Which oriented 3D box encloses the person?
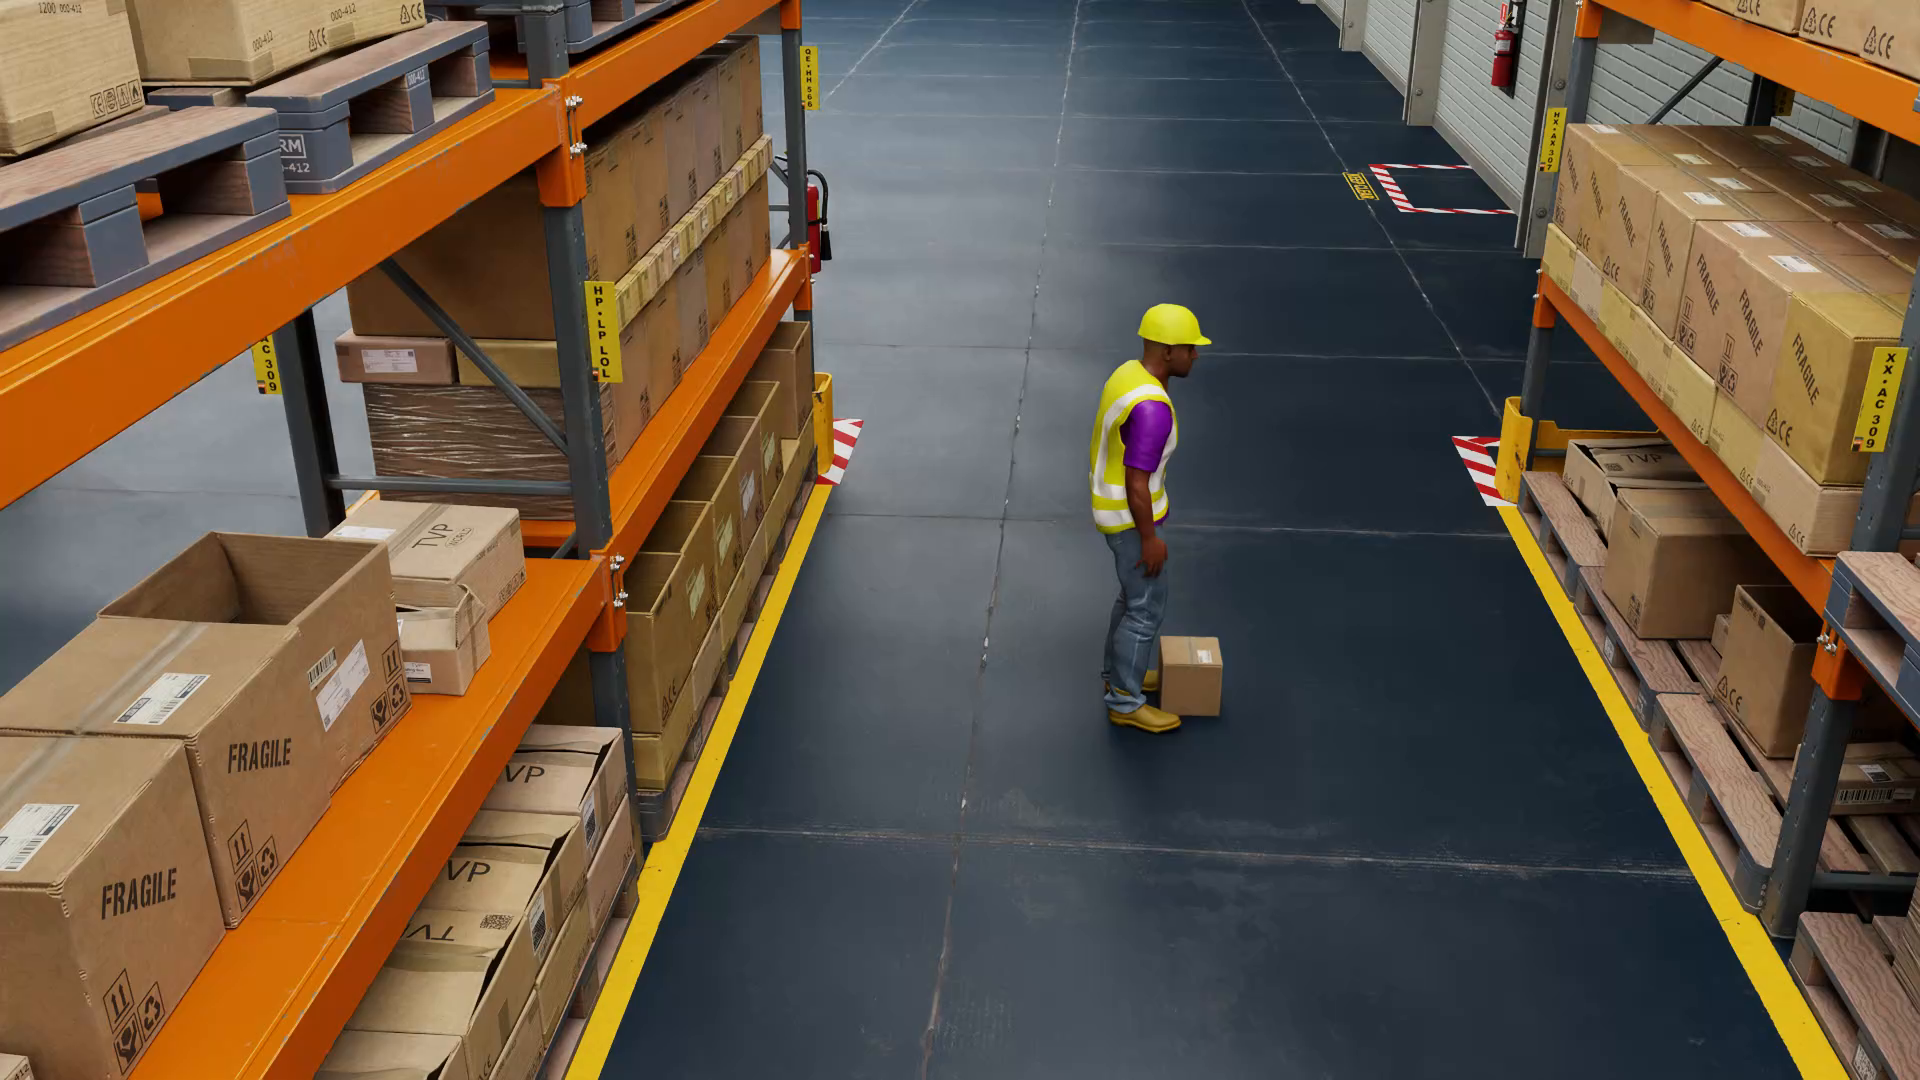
[{"bbox_3d":[0.756,-0.107,6.820,0.463,1.759,0.625,1,24,2],"label":"person"}]
